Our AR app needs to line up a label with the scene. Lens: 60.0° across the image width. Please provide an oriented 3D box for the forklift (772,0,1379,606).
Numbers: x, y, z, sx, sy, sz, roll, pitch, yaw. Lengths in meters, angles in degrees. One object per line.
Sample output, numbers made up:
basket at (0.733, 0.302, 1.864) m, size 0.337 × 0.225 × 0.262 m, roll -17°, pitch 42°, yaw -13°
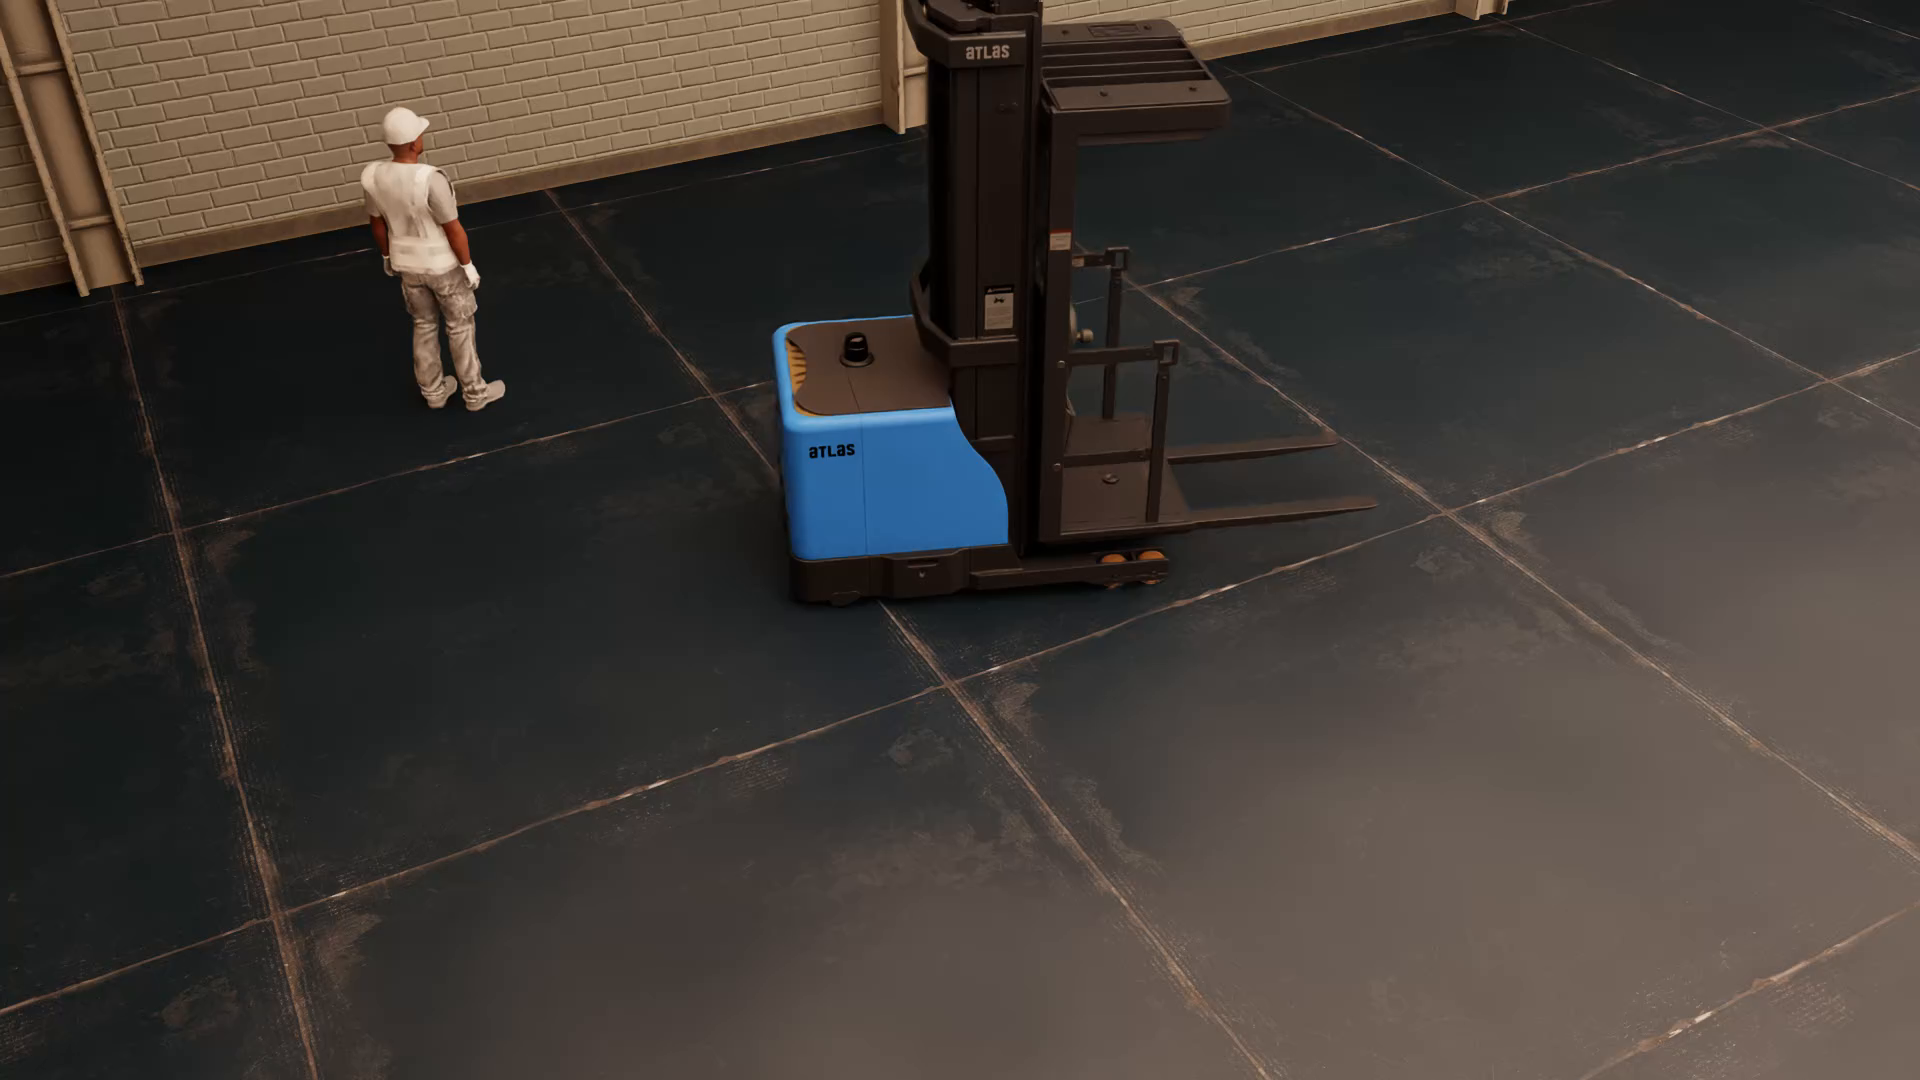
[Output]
forklift at (0.607, -1.257, 7.901) m, size 3.031 × 2.935 × 1.130 m, roll -5°, pitch 36°, yaw -7°

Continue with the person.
person at (-2.960, -1.562, 9.326) m, size 0.582 × 1.789 × 0.377 m, roll 9°, pitch 36°, yaw 13°
